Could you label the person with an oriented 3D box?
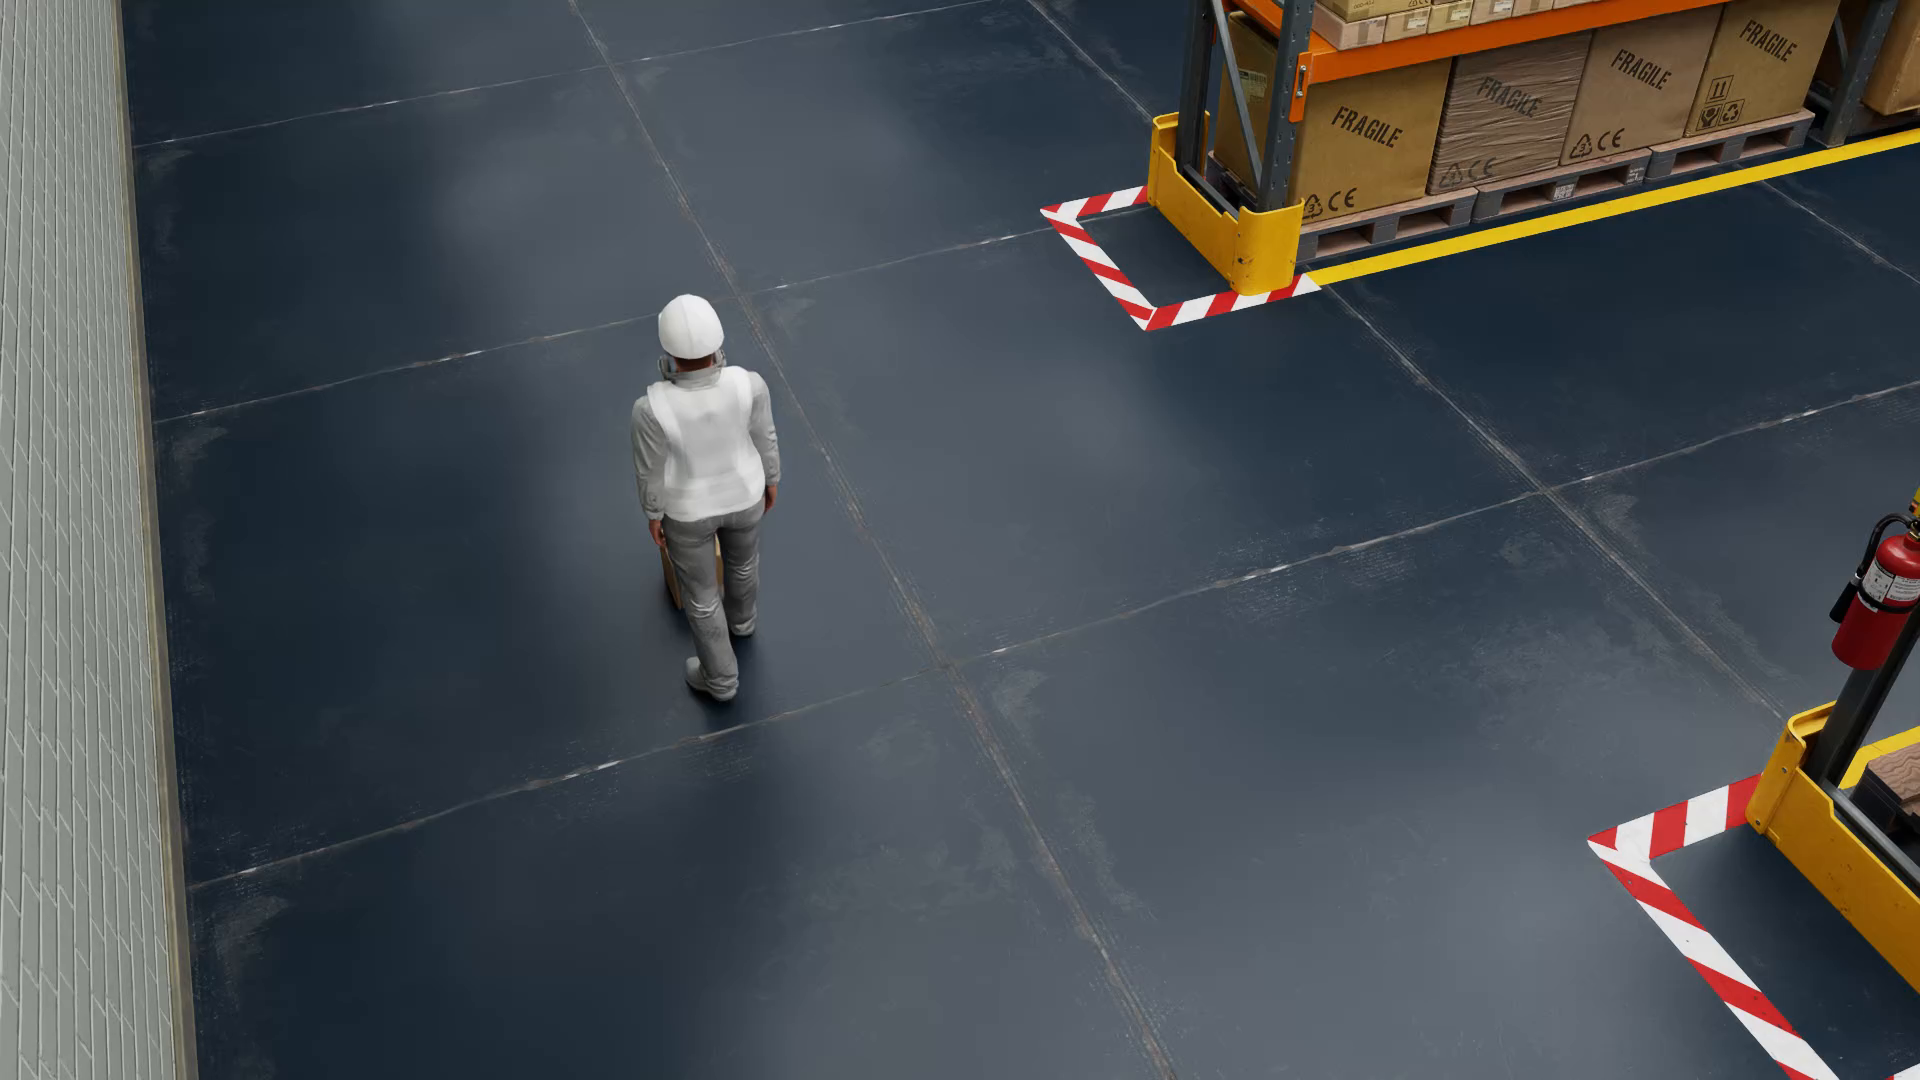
[{"bbox_3d":[-0.971,-0.209,6.369,0.553,1.776,0.660,-15,44,-16],"label":"person"}]
